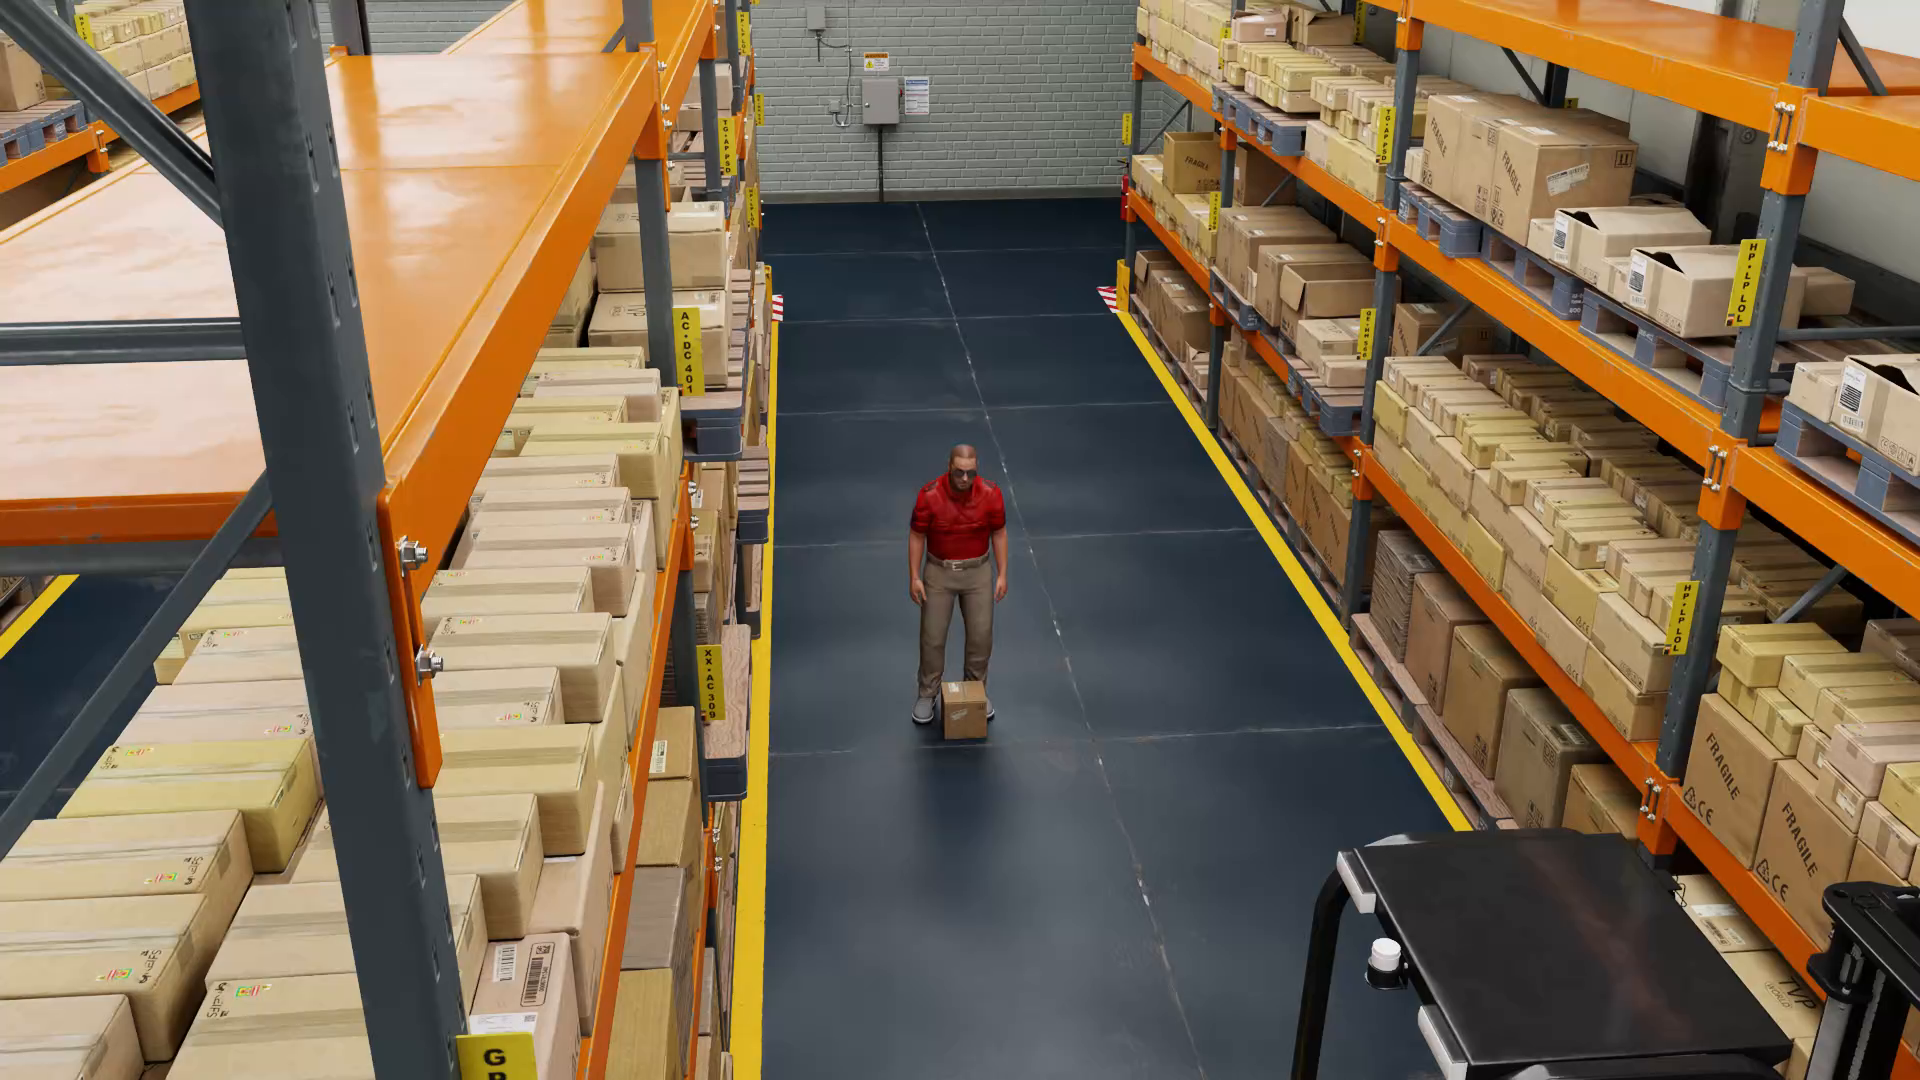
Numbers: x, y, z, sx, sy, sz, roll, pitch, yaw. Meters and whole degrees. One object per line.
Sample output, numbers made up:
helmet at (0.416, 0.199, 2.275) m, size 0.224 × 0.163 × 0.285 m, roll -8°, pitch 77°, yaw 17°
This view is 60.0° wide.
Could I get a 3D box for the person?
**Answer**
person at (-0.009, 0.231, 9.813) m, size 0.591 × 1.726 × 0.388 m, roll -3°, pitch 24°, yaw -6°
